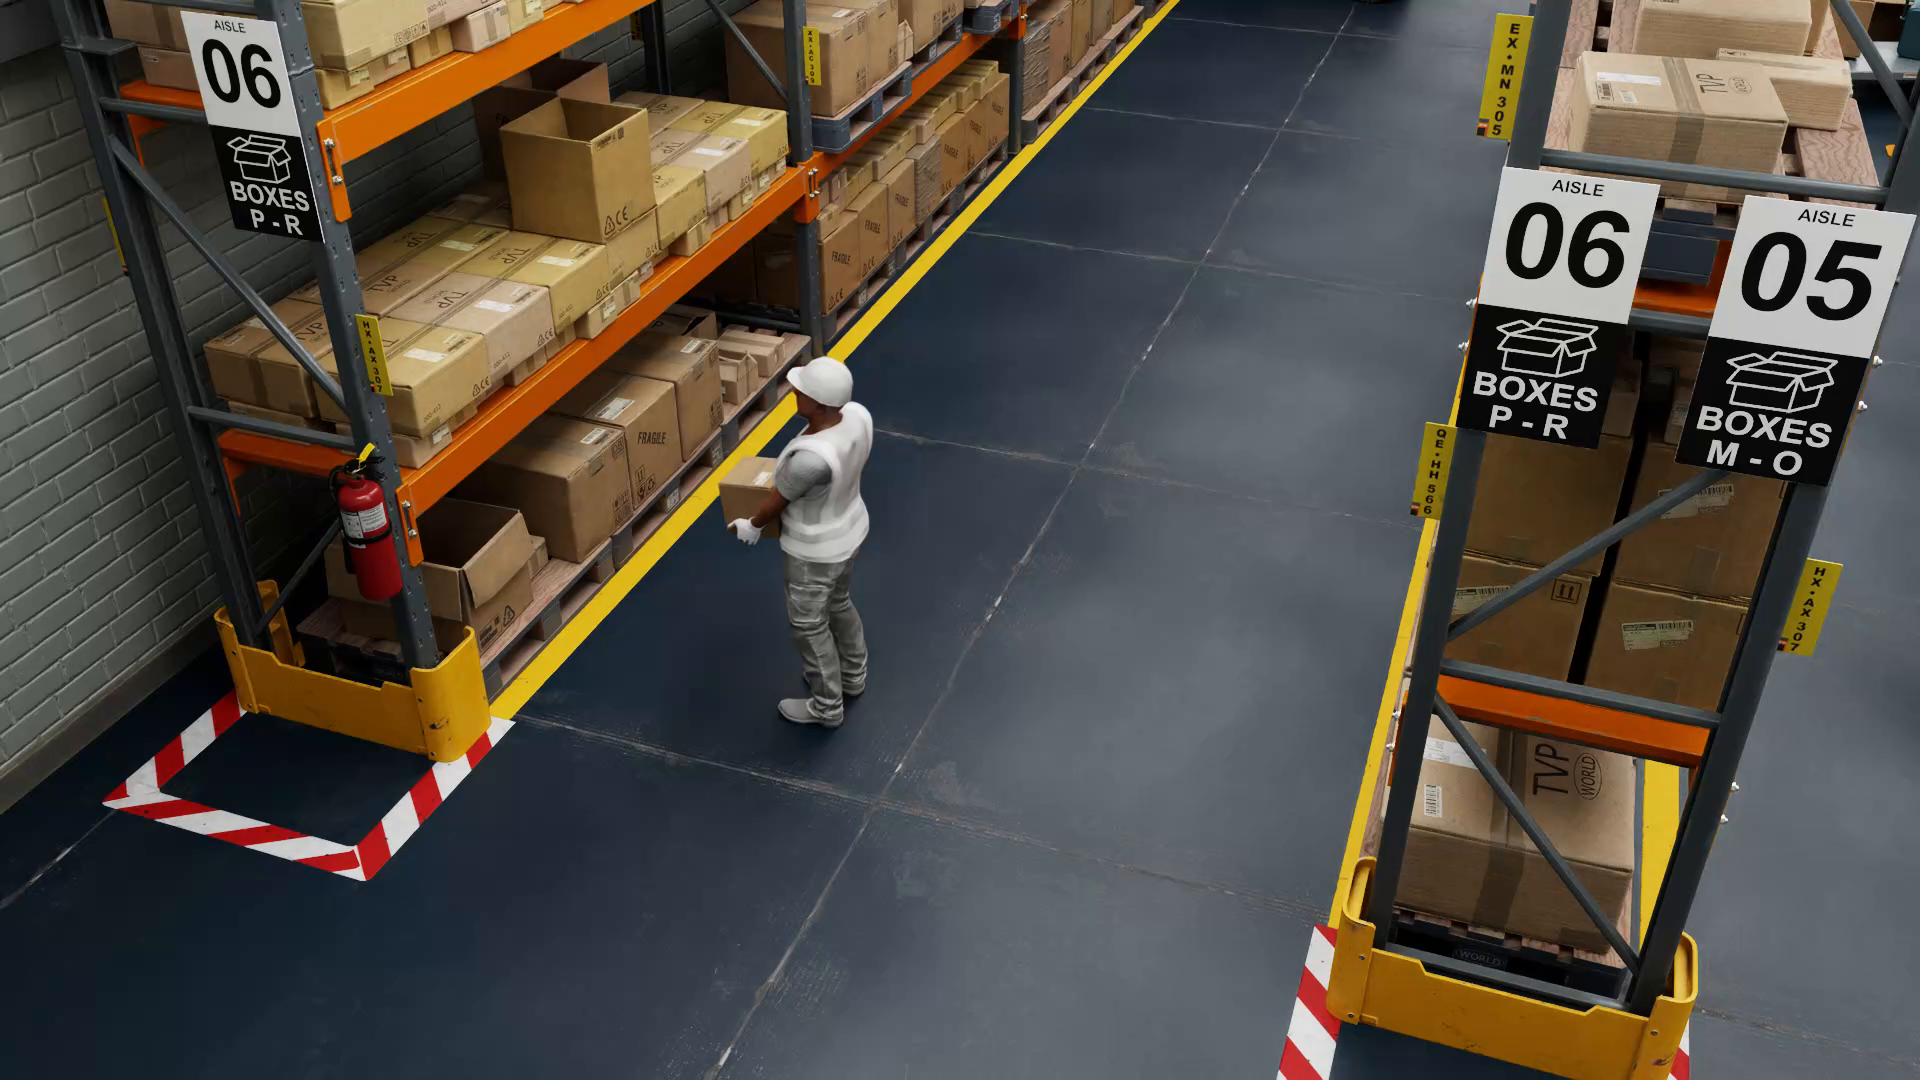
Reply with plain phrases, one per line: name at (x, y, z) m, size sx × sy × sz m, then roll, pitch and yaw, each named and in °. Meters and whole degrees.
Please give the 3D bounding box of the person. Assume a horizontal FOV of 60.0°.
person at (-0.682, -0.008, 7.140) m, size 0.573 × 1.777 × 0.487 m, roll 11°, pitch 35°, yaw 17°
